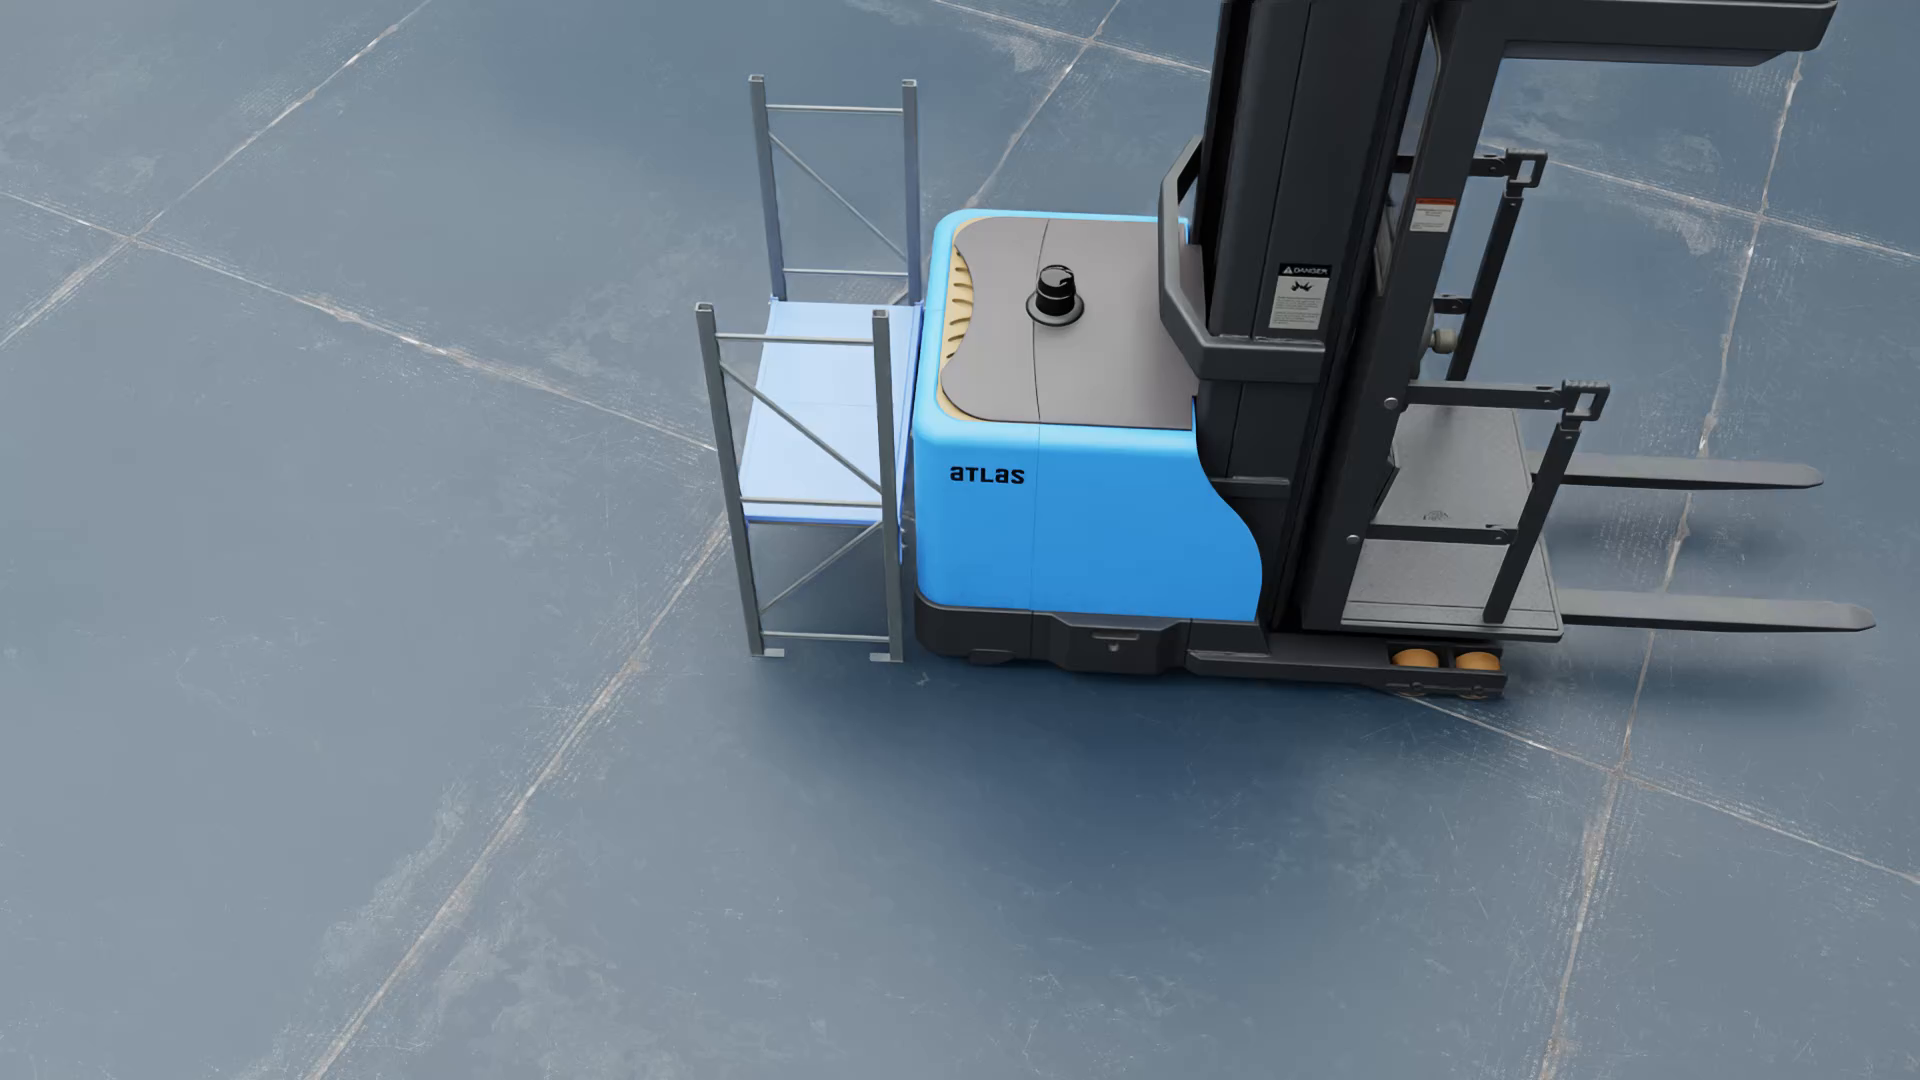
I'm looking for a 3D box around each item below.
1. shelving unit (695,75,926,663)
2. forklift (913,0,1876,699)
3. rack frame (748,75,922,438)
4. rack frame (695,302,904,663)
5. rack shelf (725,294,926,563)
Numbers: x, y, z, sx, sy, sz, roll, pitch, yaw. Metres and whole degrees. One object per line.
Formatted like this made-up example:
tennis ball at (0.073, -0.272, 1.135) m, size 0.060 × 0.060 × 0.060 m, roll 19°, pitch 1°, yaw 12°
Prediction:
shelving unit at (-0.406, -0.494, 5.186) m, size 0.538 × 1.500 × 1.048 m, roll 2°, pitch 50°, yaw 2°
forklift at (1.393, -0.863, 4.560) m, size 3.031 × 2.935 × 1.130 m, roll 3°, pitch 50°, yaw 2°
rack frame at (-0.378, -0.881, 5.515) m, size 0.500 × 1.500 × 0.032 m, roll 2°, pitch 50°, yaw 2°
rack frame at (-0.433, -0.107, 4.857) m, size 0.500 × 1.500 × 0.032 m, roll 2°, pitch 50°, yaw 2°
rack shelf at (-0.406, -0.377, 5.323) m, size 0.538 × 0.185 × 1.000 m, roll 2°, pitch 50°, yaw 2°
